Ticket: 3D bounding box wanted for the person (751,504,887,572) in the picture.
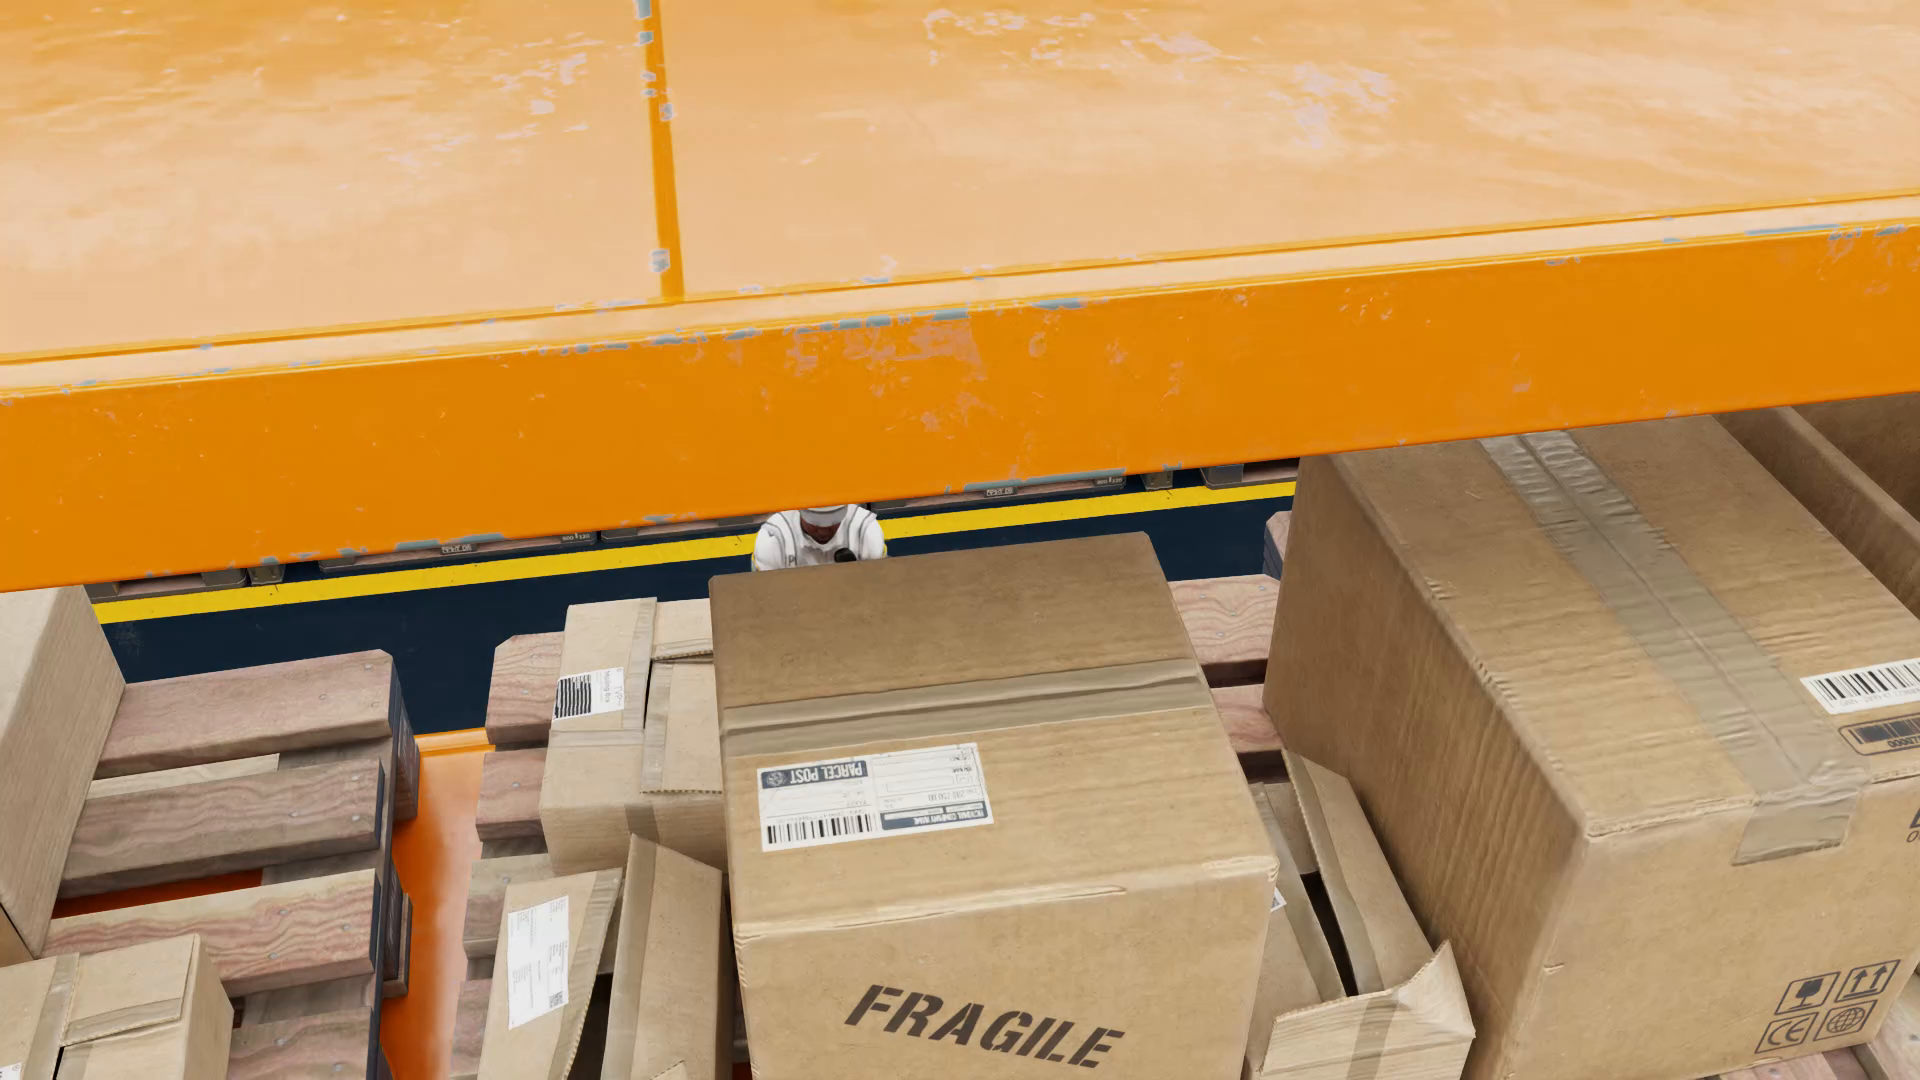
[{"bbox_3d":[-0.465,0.383,5.680,0.505,1.657,0.393,-5,39,-7],"label":"person"}]
